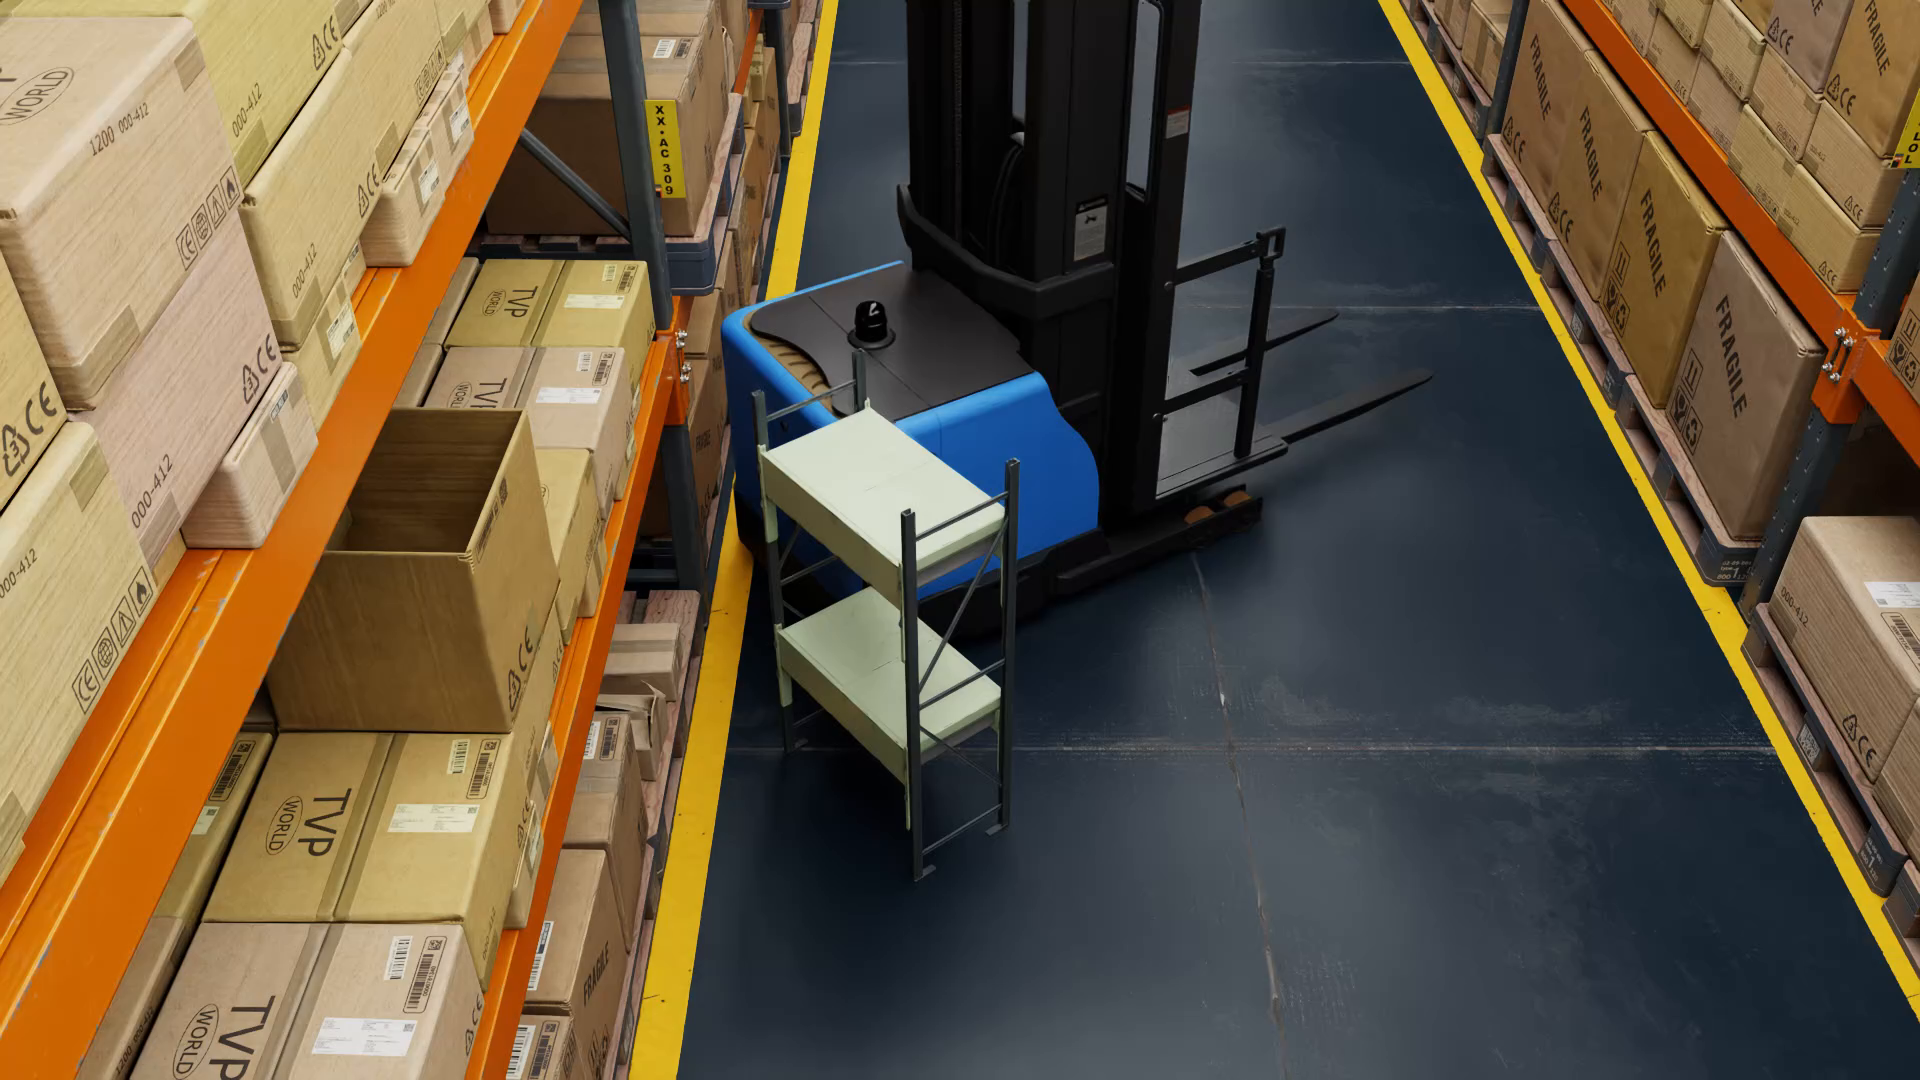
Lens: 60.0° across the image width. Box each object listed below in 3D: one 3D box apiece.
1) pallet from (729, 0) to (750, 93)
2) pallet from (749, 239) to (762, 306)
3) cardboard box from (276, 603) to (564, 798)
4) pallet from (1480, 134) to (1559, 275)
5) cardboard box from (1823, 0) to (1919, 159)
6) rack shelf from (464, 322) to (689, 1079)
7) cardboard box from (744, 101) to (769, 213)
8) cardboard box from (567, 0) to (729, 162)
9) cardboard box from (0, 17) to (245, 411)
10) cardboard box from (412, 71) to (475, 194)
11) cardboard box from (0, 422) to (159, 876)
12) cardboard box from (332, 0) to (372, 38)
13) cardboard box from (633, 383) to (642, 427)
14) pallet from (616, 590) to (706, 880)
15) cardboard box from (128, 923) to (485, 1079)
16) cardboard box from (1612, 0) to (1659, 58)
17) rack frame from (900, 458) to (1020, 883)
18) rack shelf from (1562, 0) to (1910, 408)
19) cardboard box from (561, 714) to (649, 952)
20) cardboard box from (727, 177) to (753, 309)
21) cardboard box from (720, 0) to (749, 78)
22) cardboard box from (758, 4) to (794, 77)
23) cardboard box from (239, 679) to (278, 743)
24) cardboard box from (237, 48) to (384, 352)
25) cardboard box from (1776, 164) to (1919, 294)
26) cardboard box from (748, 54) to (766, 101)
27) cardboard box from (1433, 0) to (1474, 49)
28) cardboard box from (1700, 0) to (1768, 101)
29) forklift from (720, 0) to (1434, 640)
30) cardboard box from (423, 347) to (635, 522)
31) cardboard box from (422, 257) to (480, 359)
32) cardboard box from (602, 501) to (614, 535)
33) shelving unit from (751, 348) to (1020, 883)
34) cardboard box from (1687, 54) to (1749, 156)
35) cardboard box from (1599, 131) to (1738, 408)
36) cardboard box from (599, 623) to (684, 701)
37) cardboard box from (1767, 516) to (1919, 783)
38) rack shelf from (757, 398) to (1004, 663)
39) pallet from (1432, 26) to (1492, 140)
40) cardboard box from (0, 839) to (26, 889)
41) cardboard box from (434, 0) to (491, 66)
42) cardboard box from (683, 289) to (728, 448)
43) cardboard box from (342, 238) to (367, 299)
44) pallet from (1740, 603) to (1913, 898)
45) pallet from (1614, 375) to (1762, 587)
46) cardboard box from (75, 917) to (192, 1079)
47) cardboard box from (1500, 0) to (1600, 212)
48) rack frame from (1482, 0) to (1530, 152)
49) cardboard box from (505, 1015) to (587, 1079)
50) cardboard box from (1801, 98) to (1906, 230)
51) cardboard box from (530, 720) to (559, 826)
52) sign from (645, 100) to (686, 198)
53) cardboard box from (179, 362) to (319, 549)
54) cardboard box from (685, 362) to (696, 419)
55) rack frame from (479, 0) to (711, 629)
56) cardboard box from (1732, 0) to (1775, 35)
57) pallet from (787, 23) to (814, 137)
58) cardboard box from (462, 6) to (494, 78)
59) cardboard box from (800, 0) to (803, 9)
[{"bbox_3d":[-1.460,-2.082,7.103,1.003,0.211,1.213,0,39,0],"label":"pallet"},{"bbox_3d":[-1.505,-1.057,7.900,1.003,0.211,1.213,0,39,0],"label":"pallet"},{"bbox_3d":[-1.215,0.336,3.814,0.500,0.250,0.500,-1,39,-1],"label":"cardboard box"},{"bbox_3d":[3.423,-1.798,8.824,1.003,0.211,1.213,0,39,0],"label":"pallet"},{"bbox_3d":[3.250,-1.586,5.451,0.500,0.500,0.500,1,39,1],"label":"cardboard box"},{"bbox_3d":[-1.460,0.660,4.103,1.077,0.370,4.000,0,39,0],"label":"rack shelf"},{"bbox_3d":[-1.261,-1.984,8.490,0.500,0.500,0.500,-1,39,-1],"label":"cardboard box"},{"bbox_3d":[-1.239,-1.701,6.058,0.700,0.500,0.500,0,39,0],"label":"cardboard box"},{"bbox_3d":[-1.188,-0.389,1.920,0.500,0.250,0.500,0,39,0],"label":"cardboard box"},{"bbox_3d":[-1.135,-0.757,3.098,0.380,0.149,0.250,1,39,1],"label":"cardboard box"},{"bbox_3d":[-1.184,0.124,1.680,0.500,0.250,0.500,0,39,-1],"label":"cardboard box"},{"bbox_3d":[-1.213,-1.022,2.710,0.500,0.250,0.500,1,39,1],"label":"cardboard box"},{"bbox_3d":[-1.187,-0.411,5.066,0.380,0.149,0.250,1,39,1],"label":"cardboard box"},{"bbox_3d":[-1.462,0.646,5.775,1.003,0.211,1.213,0,39,0],"label":"pallet"},{"bbox_3d":[-1.189,0.973,3.019,0.500,0.250,0.500,0,39,0],"label":"cardboard box"},{"bbox_3d":[3.259,-2.365,7.422,0.500,0.250,0.500,1,39,1],"label":"cardboard box"},{"bbox_3d":[0.003,0.439,5.003,0.400,1.500,0.023,-27,46,-29],"label":"rack frame"},{"bbox_3d":[3.500,-1.847,7.232,1.077,0.370,4.000,0,39,0],"label":"rack shelf"},{"bbox_3d":[-1.326,0.875,4.922,0.700,0.500,0.500,-1,39,-2],"label":"cardboard box"},{"bbox_3d":[-1.238,-1.332,7.677,0.500,0.500,0.500,-1,39,-2],"label":"cardboard box"},{"bbox_3d":[-1.240,-2.192,6.670,0.700,0.500,0.500,0,39,0],"label":"cardboard box"},{"bbox_3d":[-1.454,-3.000,9.658,0.875,0.625,0.625,1,39,1],"label":"cardboard box"},{"bbox_3d":[-1.719,0.326,3.827,0.500,0.250,0.500,0,39,0],"label":"cardboard box"},{"bbox_3d":[-1.194,-0.514,2.476,0.500,0.250,0.500,-1,39,-1],"label":"cardboard box"},{"bbox_3d":[3.249,-1.099,5.843,0.500,0.250,0.500,-1,39,-1],"label":"cardboard box"},{"bbox_3d":[-1.181,-2.335,8.410,0.380,0.149,0.250,-2,39,-2],"label":"cardboard box"},{"bbox_3d":[3.498,-3.332,10.275,0.950,0.372,0.625,-1,39,-1],"label":"cardboard box"},{"bbox_3d":[3.244,-1.926,6.475,0.500,0.250,0.500,1,39,1],"label":"cardboard box"},{"bbox_3d":[0.630,-1.370,6.115,3.031,2.935,1.130,-22,44,-25],"label":"forklift"},{"bbox_3d":[-1.202,-0.297,4.605,0.500,0.250,0.500,0,39,0],"label":"cardboard box"},{"bbox_3d":[-1.731,-0.619,5.006,0.500,0.250,0.500,0,39,-1],"label":"cardboard box"},{"bbox_3d":[-1.189,-0.085,4.658,0.380,0.149,0.250,1,39,1],"label":"cardboard box"},{"bbox_3d":[-0.225,0.260,5.226,0.431,1.500,0.755,-27,46,-29],"label":"shelving unit"},{"bbox_3d":[3.268,-1.733,6.634,0.500,0.250,0.500,-1,39,-1],"label":"cardboard box"},{"bbox_3d":[3.412,-1.165,7.168,0.875,0.875,0.875,1,39,1],"label":"cardboard box"},{"bbox_3d":[-1.168,0.425,5.765,0.380,0.149,0.250,-1,39,-1],"label":"cardboard box"},{"bbox_3d":[3.395,0.351,5.626,0.875,0.438,0.875,-1,39,-1],"label":"cardboard box"},{"bbox_3d":[-0.225,-0.045,4.982,0.431,0.370,0.720,-27,46,-29],"label":"rack shelf"},{"bbox_3d":[3.498,-2.779,10.049,1.003,0.211,1.213,0,39,0],"label":"pallet"},{"bbox_3d":[-1.225,0.358,1.707,0.380,0.149,0.250,1,39,1],"label":"cardboard box"},{"bbox_3d":[-1.211,-1.153,3.273,0.500,0.250,0.500,1,39,1],"label":"cardboard box"},{"bbox_3d":[-1.248,-0.696,6.882,0.500,0.500,0.500,-1,39,-1],"label":"cardboard box"},{"bbox_3d":[-1.202,-0.441,2.704,0.380,0.149,0.250,0,39,-1],"label":"cardboard box"},{"bbox_3d":[3.424,0.686,5.725,1.003,0.211,1.213,0,39,0],"label":"pallet"},{"bbox_3d":[3.426,-0.272,6.920,1.003,0.211,1.213,0,39,0],"label":"pallet"},{"bbox_3d":[-1.723,0.962,3.032,0.500,0.250,0.500,0,39,0],"label":"cardboard box"},{"bbox_3d":[3.415,-2.282,8.562,0.875,0.875,0.875,0,39,0],"label":"cardboard box"},{"bbox_3d":[3.497,-3.379,8.568,1.000,3.000,0.127,0,39,0],"label":"rack frame"},{"bbox_3d":[-1.325,1.524,4.112,0.700,0.500,0.500,1,39,2],"label":"cardboard box"},{"bbox_3d":[3.258,-1.289,5.681,0.500,0.250,0.500,0,39,0],"label":"cardboard box"},{"bbox_3d":[-1.156,0.552,3.864,0.380,0.149,0.250,1,39,1],"label":"cardboard box"},{"bbox_3d":[-0.919,-1.214,5.175,0.100,0.325,0.005,0,39,0],"label":"sign"},{"bbox_3d":[-1.132,-0.122,2.306,0.380,0.149,0.250,1,39,1],"label":"cardboard box"},{"bbox_3d":[-1.196,-0.538,6.167,0.380,0.149,0.250,2,39,2],"label":"cardboard box"},{"bbox_3d":[-1.462,-0.871,5.439,1.000,3.000,0.127,0,39,0],"label":"rack frame"},{"bbox_3d":[3.261,-2.226,6.250,0.500,0.500,0.500,1,39,1],"label":"cardboard box"},{"bbox_3d":[-1.428,-2.800,10.075,1.003,0.211,1.213,0,39,0],"label":"pallet"},{"bbox_3d":[-1.211,-1.078,3.498,0.380,0.149,0.250,1,39,1],"label":"cardboard box"},{"bbox_3d":[-1.463,-3.830,10.693,0.875,0.625,0.625,-2,39,-2],"label":"cardboard box"}]
